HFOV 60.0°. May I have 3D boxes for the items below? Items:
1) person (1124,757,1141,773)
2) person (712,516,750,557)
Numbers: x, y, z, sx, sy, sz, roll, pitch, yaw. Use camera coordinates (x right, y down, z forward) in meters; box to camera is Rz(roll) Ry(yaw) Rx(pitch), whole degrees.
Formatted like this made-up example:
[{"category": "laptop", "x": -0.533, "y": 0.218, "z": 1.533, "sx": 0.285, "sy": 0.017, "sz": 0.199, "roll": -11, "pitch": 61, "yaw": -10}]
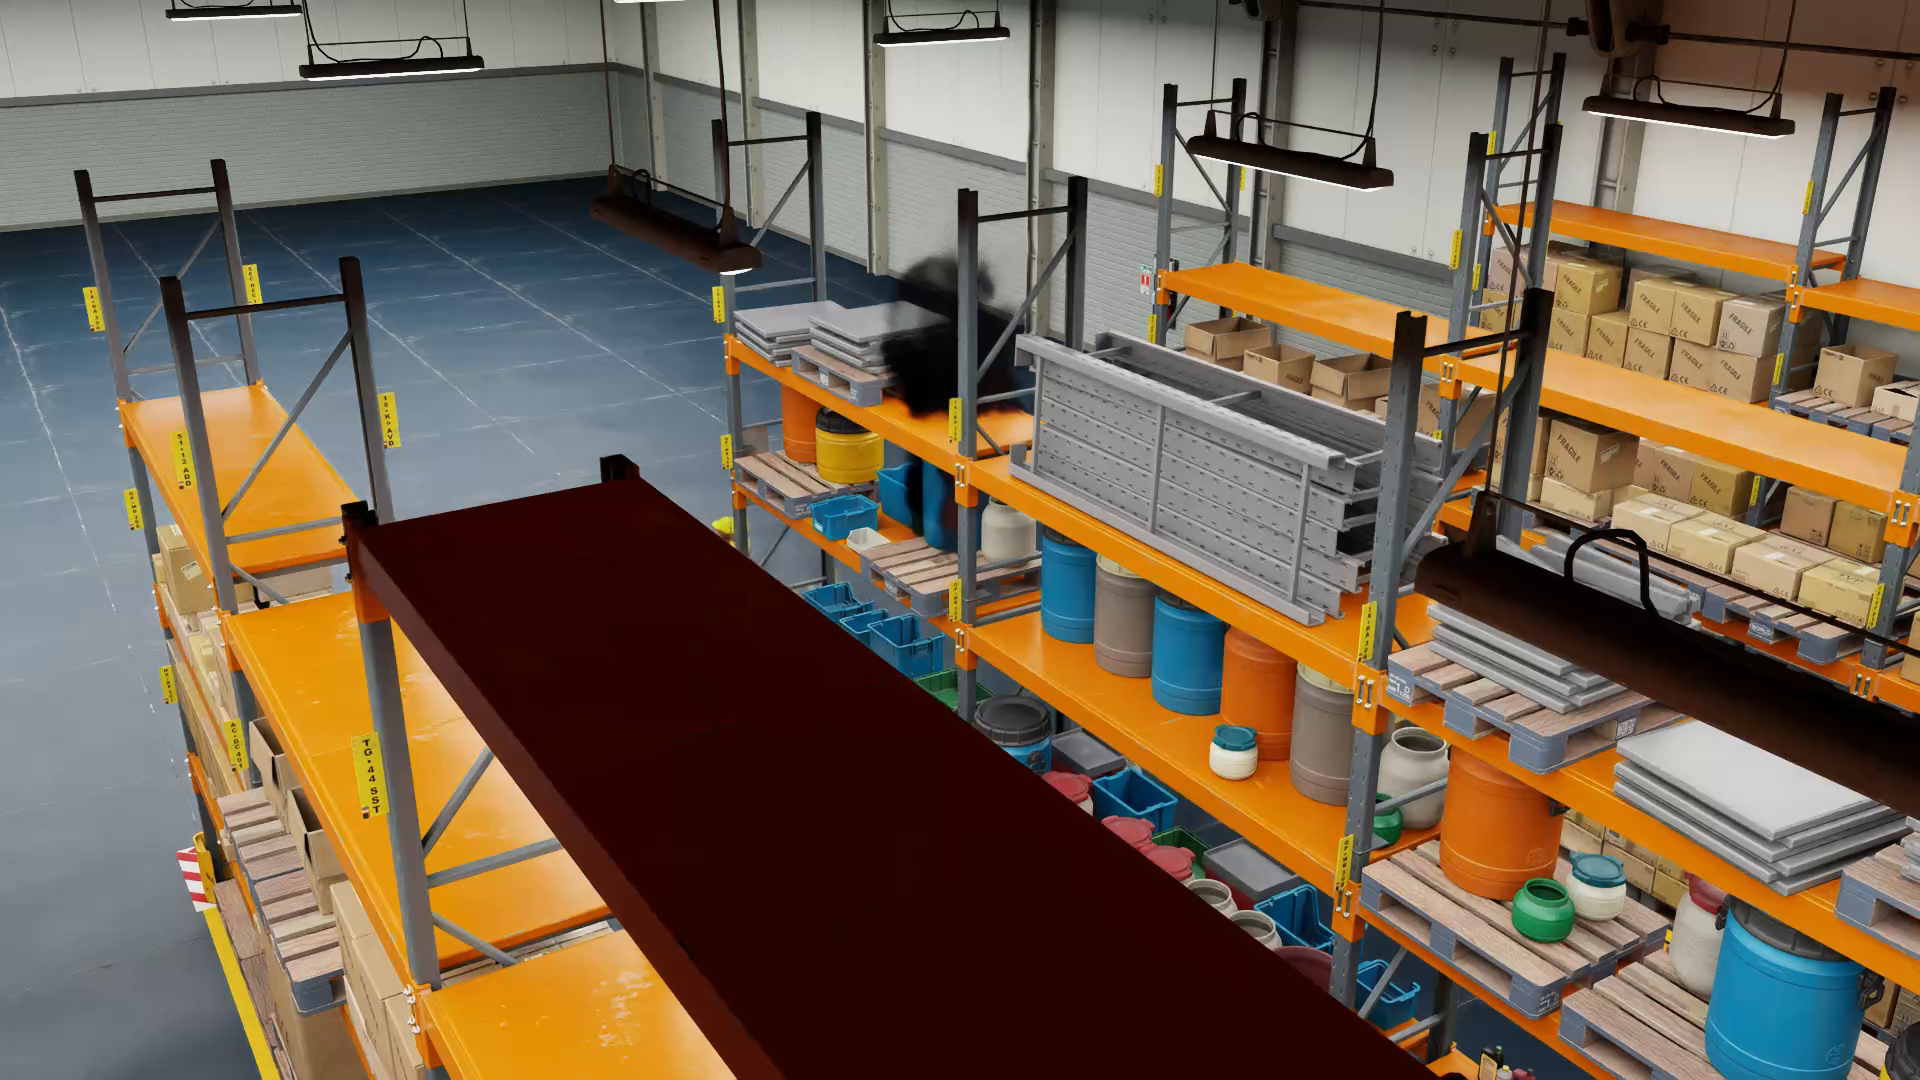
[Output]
[{"category": "person", "x": 1.501, "y": 1.603, "z": 15.159, "sx": 0.589, "sy": 1.653, "sz": 0.514, "roll": -14, "pitch": 26, "yaw": -32}, {"category": "person", "x": -2.387, "y": 0.559, "z": 17.717, "sx": 0.594, "sy": 1.728, "sz": 0.737, "roll": 3, "pitch": 22, "yaw": 7}]
